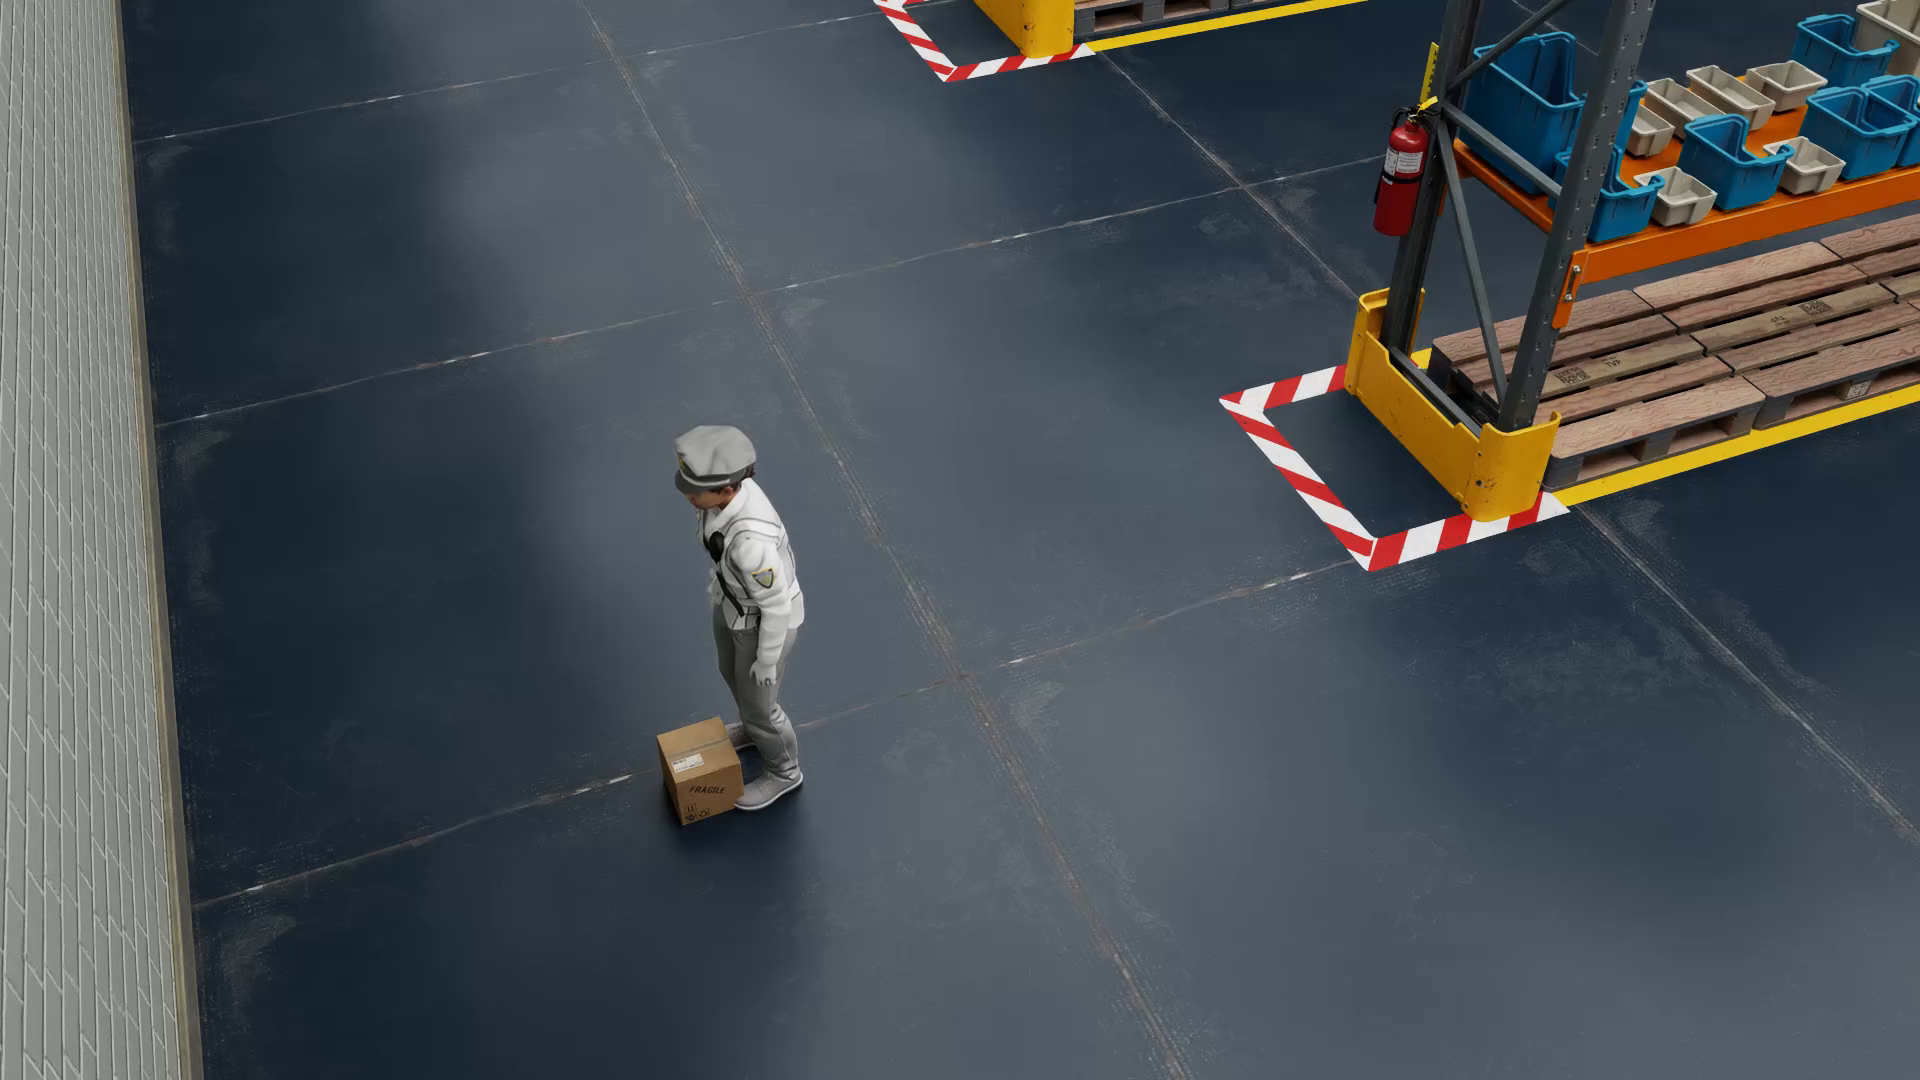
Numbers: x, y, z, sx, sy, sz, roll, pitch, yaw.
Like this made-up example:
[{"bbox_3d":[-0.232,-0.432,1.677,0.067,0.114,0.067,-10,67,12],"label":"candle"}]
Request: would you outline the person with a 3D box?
[{"bbox_3d":[-0.749,0.278,5.850,0.374,1.661,0.539,-18,45,-19],"label":"person"}]
